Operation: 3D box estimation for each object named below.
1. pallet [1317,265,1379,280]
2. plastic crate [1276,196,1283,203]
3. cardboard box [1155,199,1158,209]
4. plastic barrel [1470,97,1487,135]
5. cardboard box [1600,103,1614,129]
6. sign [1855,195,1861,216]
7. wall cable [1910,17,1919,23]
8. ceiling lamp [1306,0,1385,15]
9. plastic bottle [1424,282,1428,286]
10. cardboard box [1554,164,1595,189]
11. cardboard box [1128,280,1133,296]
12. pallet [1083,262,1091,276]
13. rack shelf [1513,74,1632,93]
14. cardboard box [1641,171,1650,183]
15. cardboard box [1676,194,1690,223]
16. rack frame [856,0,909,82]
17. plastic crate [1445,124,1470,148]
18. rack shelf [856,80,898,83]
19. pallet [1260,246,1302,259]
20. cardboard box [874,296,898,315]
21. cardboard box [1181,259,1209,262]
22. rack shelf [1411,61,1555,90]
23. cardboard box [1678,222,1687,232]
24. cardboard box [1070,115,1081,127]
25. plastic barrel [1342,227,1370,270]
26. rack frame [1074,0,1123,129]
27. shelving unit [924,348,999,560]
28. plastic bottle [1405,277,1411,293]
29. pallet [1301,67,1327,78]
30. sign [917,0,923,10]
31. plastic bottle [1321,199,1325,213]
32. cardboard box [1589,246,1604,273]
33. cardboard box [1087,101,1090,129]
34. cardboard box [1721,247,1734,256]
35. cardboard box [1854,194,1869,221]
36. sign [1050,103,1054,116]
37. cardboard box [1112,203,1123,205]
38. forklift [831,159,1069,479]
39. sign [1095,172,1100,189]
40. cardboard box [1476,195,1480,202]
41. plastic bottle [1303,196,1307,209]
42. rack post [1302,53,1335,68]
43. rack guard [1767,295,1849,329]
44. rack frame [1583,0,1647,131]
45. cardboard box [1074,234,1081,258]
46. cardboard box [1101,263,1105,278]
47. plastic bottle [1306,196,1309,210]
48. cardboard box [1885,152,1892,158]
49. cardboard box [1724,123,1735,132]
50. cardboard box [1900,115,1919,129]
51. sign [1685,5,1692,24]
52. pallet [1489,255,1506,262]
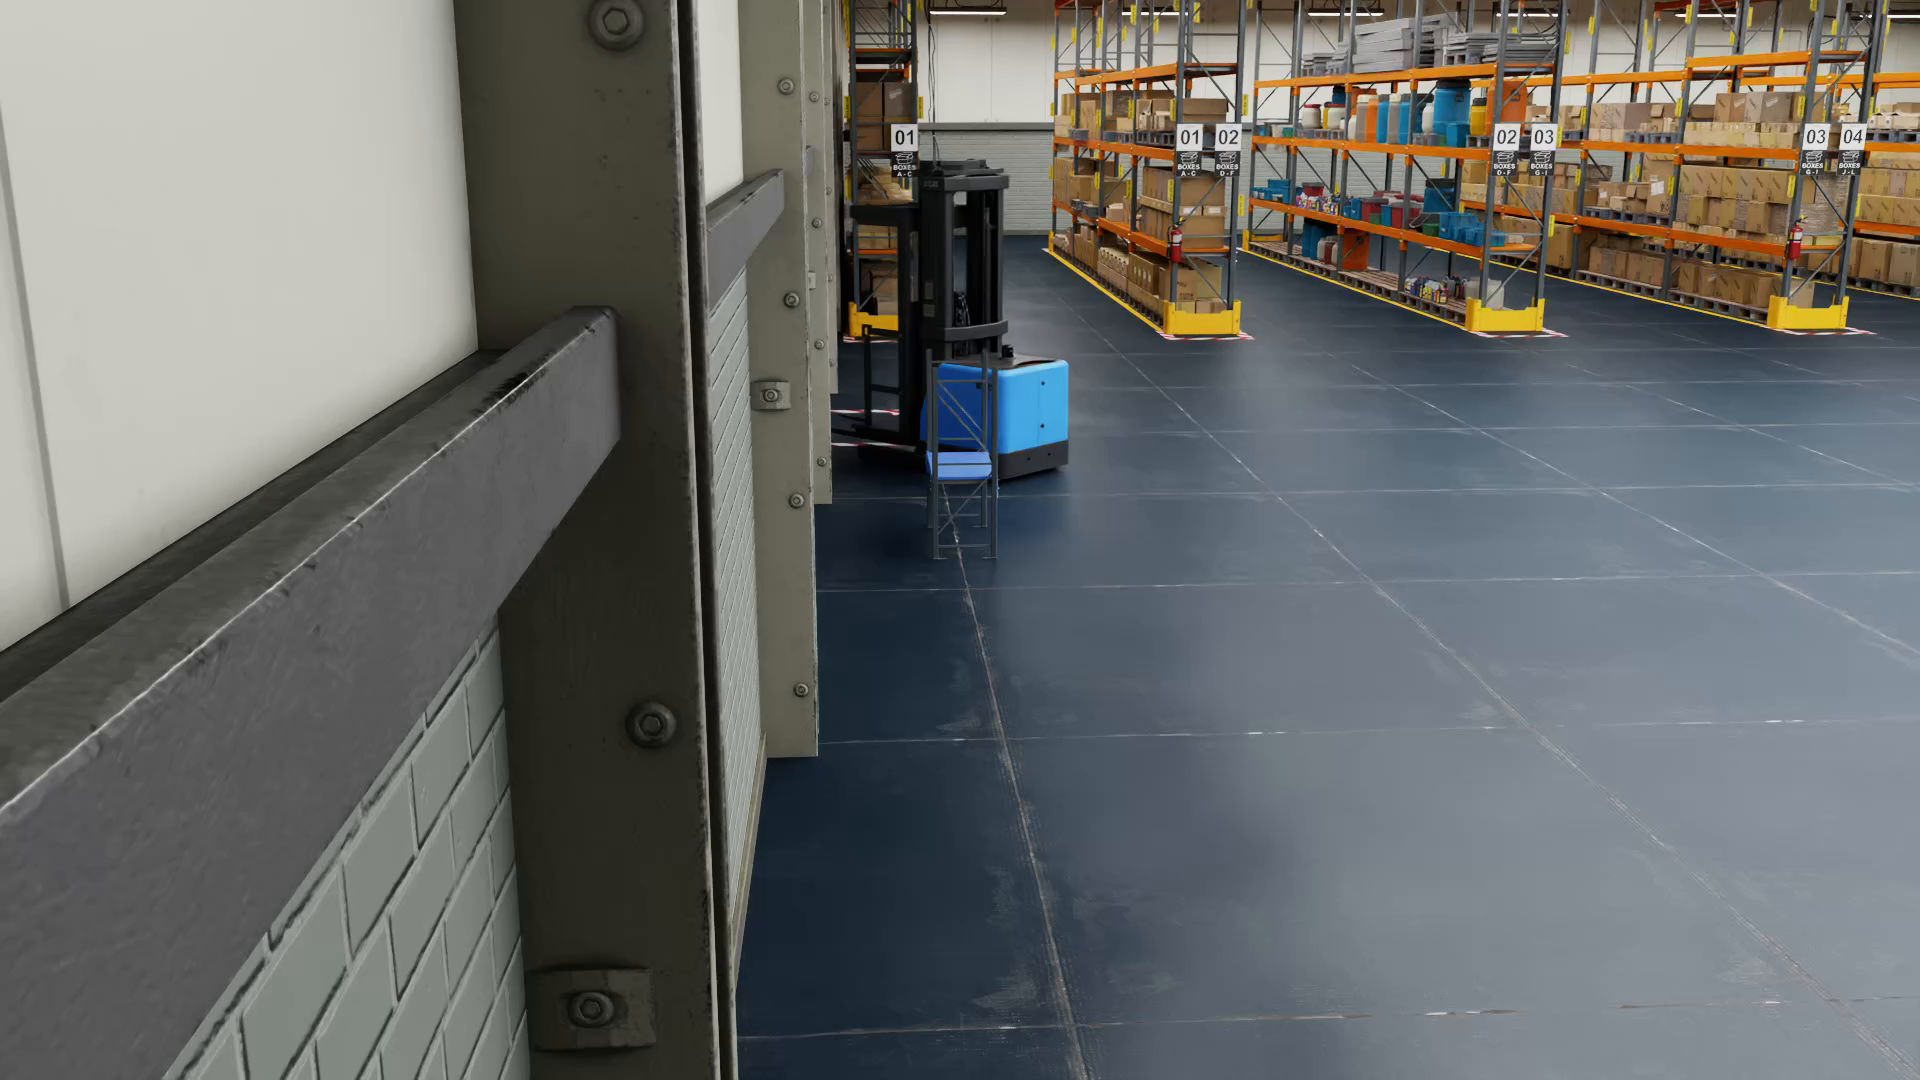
[{"bbox_3d":[8.157,-5.634,35.000,1.003,0.211,1.213,-1,14,-3],"label":"pallet"},{"bbox_3d":[7.662,-7.954,38.852,0.437,0.125,0.590,-1,14,-3],"label":"plastic crate"},{"bbox_3d":[3.474,-5.626,27.871,0.380,0.149,0.250,-1,14,-4],"label":"cardboard box"},{"bbox_3d":[8.546,-6.828,26.805,0.600,0.588,0.600,0,14,0],"label":"plastic barrel"},{"bbox_3d":[12.991,-8.362,32.781,0.500,0.500,0.500,-1,14,-3],"label":"cardboard box"},{"bbox_3d":[14.228,-5.304,26.382,0.100,0.325,0.005,-1,14,-3],"label":"sign"},{"bbox_3d":[28.468,-16.108,46.911,2.988,3.039,0.133,-1,14,-3],"label":"wall cable"},{"bbox_3d":[10.099,-15.217,42.896,2.000,3.185,0.800,-1,14,-3],"label":"ceiling lamp"},{"bbox_3d":[8.189,-4.396,29.184,0.097,0.271,0.097,0,14,0],"label":"plastic bottle"},{"bbox_3d":[13.124,-7.744,35.390,0.797,0.503,0.637,-1,14,-2],"label":"cardboard box"},{"bbox_3d":[3.277,-4.470,29.557,0.500,0.250,0.500,-1,14,-3],"label":"cardboard box"},{"bbox_3d":[3.222,-5.852,35.847,1.003,0.211,1.213,-1,14,-3],"label":"pallet"},{"bbox_3d":[13.067,-9.726,35.515,1.077,0.370,4.000,-1,14,-3],"label":"rack shelf"},{"bbox_3d":[17.404,-8.983,41.623,0.500,0.500,0.500,0,14,-1],"label":"cardboard box"},{"bbox_3d":[13.405,-5.950,29.835,0.875,0.500,0.500,-1,14,-3],"label":"cardboard box"},{"bbox_3d":[-1.393,-8.547,28.684,1.000,3.000,0.127,-1,14,-3],"label":"rack frame"},{"bbox_3d":[8.324,-6.714,27.613,0.392,0.384,0.575,-1,14,-3],"label":"plastic crate"},{"bbox_3d":[-1.765,-9.497,34.623,1.077,0.370,4.000,-1,14,-3],"label":"rack shelf"},{"bbox_3d":[7.837,-6.920,39.997,1.003,0.211,1.213,-1,14,-3],"label":"pallet"},{"bbox_3d":[-1.098,-3.731,26.520,0.500,0.311,0.500,-3,15,-10],"label":"cardboard box"},{"bbox_3d":[3.897,-4.469,28.045,0.500,0.500,0.500,-1,14,-3],"label":"cardboard box"},{"bbox_3d":[8.619,-7.660,27.485,1.077,0.370,4.000,-1,14,-3],"label":"rack shelf"},{"bbox_3d":[13.154,-5.629,29.887,0.380,0.149,0.250,-1,14,-3],"label":"cardboard box"},{"bbox_3d":[2.754,-9.447,37.502,0.500,0.250,0.500,-1,14,-3],"label":"cardboard box"},{"bbox_3d":[8.200,-6.063,34.583,0.600,0.830,0.708,-1,14,-3],"label":"plastic barrel"},{"bbox_3d":[3.055,-10.614,36.718,1.000,3.000,0.127,-1,14,-3],"label":"rack frame"},{"bbox_3d":[0.005,-0.705,13.257,0.538,1.500,1.048,-1,14,-3],"label":"shelving unit"},{"bbox_3d":[8.077,-4.600,29.977,0.097,0.271,0.097,0,14,0],"label":"plastic bottle"},{"bbox_3d":[8.081,-10.199,36.287,1.003,0.211,1.213,-1,14,-3],"label":"pallet"},{"bbox_3d":[-0.603,-8.051,24.724,0.100,0.325,0.005,-1,14,-3],"label":"sign"},{"bbox_3d":[7.726,-7.111,35.377,0.061,0.283,0.133,-1,14,-3],"label":"plastic bottle"},{"bbox_3d":[13.252,-5.702,33.800,0.700,0.500,0.500,-2,15,-6],"label":"cardboard box"},{"bbox_3d":[3.077,-9.169,35.879,0.600,0.600,0.600,-1,14,-4],"label":"cardboard box"},{"bbox_3d":[17.681,-6.717,37.785,0.500,0.500,0.500,0,14,-1],"label":"cardboard box"},{"bbox_3d":[17.971,-6.598,32.948,0.500,0.500,0.500,-1,14,-3],"label":"cardboard box"},{"bbox_3d":[2.266,-10.571,40.817,0.100,0.325,0.005,-1,14,-3],"label":"sign"},{"bbox_3d":[3.282,-6.579,33.256,0.500,0.311,0.500,0,14,0],"label":"cardboard box"},{"bbox_3d":[-0.381,-2.253,16.402,3.031,2.935,1.130,13,19,40],"label":"forklift"},{"bbox_3d":[2.762,-7.225,33.423,0.100,0.325,0.005,-1,14,-3],"label":"sign"},{"bbox_3d":[12.517,-8.129,39.605,0.380,0.149,0.250,-1,14,-4],"label":"cardboard box"},{"bbox_3d":[7.651,-7.480,36.837,0.097,0.271,0.097,0,14,0],"label":"plastic bottle"},{"bbox_3d":[8.021,-10.443,36.205,0.937,0.300,0.954,-1,14,-4],"label":"rack post"},{"bbox_3d":[13.682,-3.684,26.842,1.175,0.500,0.348,-1,14,-3],"label":"rack guard"},{"bbox_3d":[13.191,-9.771,33.442,1.000,3.000,0.127,-1,14,-3],"label":"rack frame"},{"bbox_3d":[2.842,-6.587,37.240,0.500,0.500,0.500,-2,15,-6],"label":"cardboard box"},{"bbox_3d":[3.075,-5.325,32.880,0.500,0.250,0.500,-1,14,-5],"label":"cardboard box"},{"bbox_3d":[7.651,-7.409,36.535,0.061,0.283,0.133,-1,14,-3],"label":"plastic bottle"},{"bbox_3d":[22.481,-9.251,39.951,0.380,0.149,0.250,-1,14,-5],"label":"cardboard box"},{"bbox_3d":[13.269,-7.034,28.328,0.380,0.149,0.250,-1,14,-5],"label":"cardboard box"},{"bbox_3d":[18.099,-7.858,31.284,0.500,0.250,0.500,-1,14,-4],"label":"cardboard box"},{"bbox_3d":[12.885,-9.295,29.401,0.100,0.325,0.005,-1,14,-3],"label":"sign"},{"bbox_3d":[12.974,-6.700,39.143,1.003,0.211,1.213,-1,14,-3],"label":"pallet"}]
